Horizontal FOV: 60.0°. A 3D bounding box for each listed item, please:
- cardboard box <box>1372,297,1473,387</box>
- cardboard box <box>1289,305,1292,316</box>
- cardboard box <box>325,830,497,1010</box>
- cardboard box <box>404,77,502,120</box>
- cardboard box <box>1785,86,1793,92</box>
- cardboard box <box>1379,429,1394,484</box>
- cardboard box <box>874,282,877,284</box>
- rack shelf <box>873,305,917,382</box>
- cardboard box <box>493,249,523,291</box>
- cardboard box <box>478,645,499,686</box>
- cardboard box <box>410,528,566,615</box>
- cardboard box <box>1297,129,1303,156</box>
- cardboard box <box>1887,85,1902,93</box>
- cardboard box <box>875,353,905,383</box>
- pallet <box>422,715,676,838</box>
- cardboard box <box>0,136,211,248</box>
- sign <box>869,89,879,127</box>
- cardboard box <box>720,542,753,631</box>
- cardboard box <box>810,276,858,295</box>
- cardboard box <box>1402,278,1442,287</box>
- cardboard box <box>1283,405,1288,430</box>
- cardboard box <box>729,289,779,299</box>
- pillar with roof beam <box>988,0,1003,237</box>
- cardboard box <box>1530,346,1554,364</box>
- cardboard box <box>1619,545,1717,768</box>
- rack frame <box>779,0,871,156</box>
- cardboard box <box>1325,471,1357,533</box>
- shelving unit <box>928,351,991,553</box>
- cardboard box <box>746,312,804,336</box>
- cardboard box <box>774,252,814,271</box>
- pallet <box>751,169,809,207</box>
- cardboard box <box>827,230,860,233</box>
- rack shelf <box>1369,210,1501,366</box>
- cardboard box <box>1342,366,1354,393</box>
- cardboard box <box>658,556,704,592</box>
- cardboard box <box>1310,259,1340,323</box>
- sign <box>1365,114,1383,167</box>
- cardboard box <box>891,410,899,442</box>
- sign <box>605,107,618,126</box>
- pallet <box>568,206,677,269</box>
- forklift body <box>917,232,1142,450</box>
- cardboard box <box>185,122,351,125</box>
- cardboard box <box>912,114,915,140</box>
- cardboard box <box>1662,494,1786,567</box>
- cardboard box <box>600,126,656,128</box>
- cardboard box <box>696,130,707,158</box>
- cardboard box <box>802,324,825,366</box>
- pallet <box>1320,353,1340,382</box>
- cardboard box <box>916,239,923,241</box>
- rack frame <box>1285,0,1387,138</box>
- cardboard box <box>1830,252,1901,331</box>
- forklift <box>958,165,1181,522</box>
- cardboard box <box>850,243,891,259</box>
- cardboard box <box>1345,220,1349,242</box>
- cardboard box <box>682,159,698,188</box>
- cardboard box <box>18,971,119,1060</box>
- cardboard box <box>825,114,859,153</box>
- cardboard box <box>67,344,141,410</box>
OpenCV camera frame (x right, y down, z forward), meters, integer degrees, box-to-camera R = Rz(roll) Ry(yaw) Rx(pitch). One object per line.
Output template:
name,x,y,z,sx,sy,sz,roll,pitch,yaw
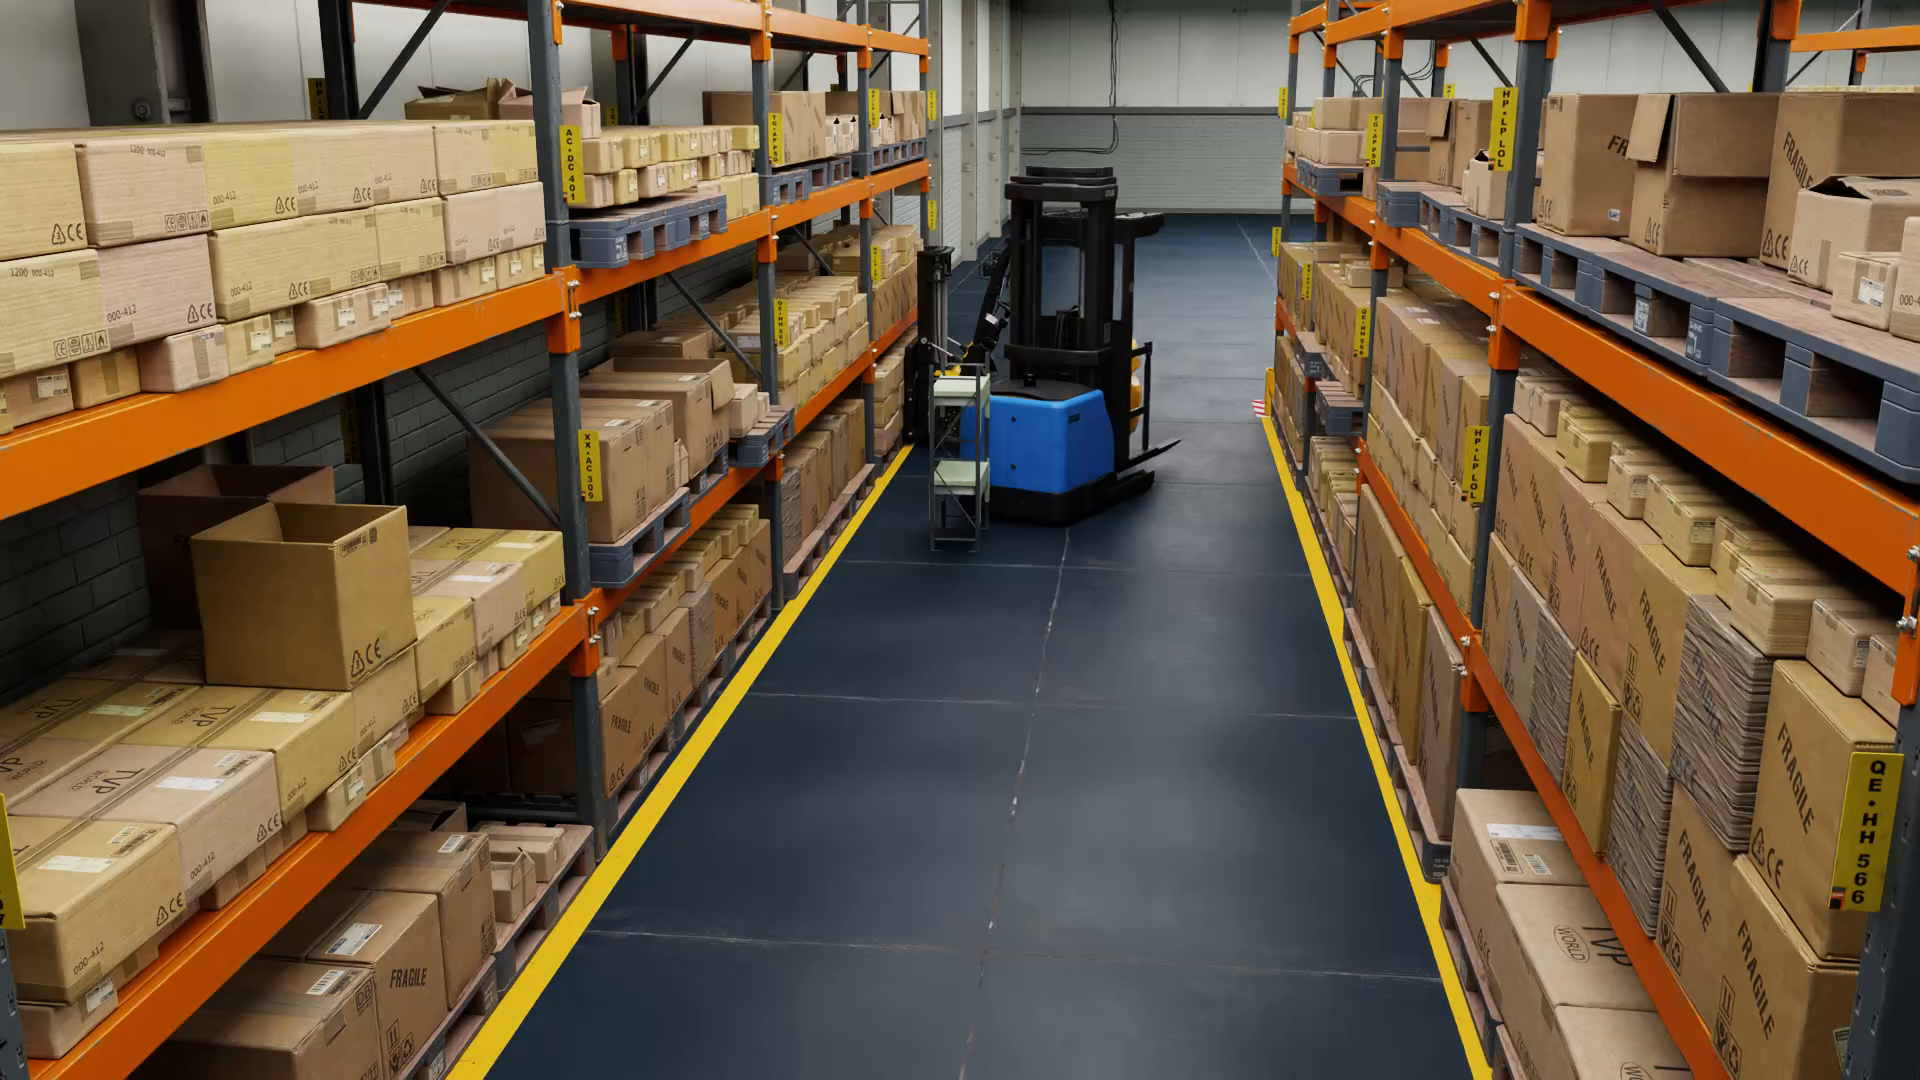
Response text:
cardboard box,2.874,-1.233,10.368,0.500,0.500,0.500,1,15,4
cardboard box,3.637,-2.429,17.381,0.380,0.149,0.250,2,15,8
cardboard box,-2.247,1.465,6.481,0.700,0.500,0.500,1,15,4
cardboard box,-2.244,-1.933,7.440,0.396,0.266,0.258,1,15,5
cardboard box,8.594,-4.532,16.887,0.380,0.149,0.250,1,15,5
cardboard box,2.828,-0.497,10.041,0.500,0.250,0.500,1,15,5
cardboard box,-0.983,-2.509,15.759,0.380,0.149,0.250,2,15,8
rack shelf,-1.082,-2.177,17.344,1.077,0.370,4.000,2,15,6
cardboard box,-1.988,-1.092,6.688,0.380,0.149,0.250,2,15,6
cardboard box,-2.065,0.485,6.605,0.380,0.149,0.250,2,15,8
cardboard box,-2.026,0.138,7.124,0.500,0.250,0.500,2,15,8
cardboard box,3.577,-3.897,16.297,0.500,0.250,0.500,2,15,7
cardboard box,8.308,-3.873,14.449,0.380,0.149,0.250,2,15,6
cardboard box,-0.829,-1.741,16.903,0.500,0.250,0.500,2,15,8
pallet,-2.156,1.204,8.806,1.003,0.211,1.213,2,15,6
cardboard box,-2.286,-0.893,4.229,0.500,0.250,0.500,2,15,6
sign,-0.768,-3.841,14.781,0.100,0.325,0.005,2,15,6
cardboard box,-1.660,0.282,10.858,0.500,0.500,0.500,1,15,5
cardboard box,-1.126,-2.272,14.882,0.380,0.149,0.250,2,15,8
cardboard box,3.623,-1.730,12.747,0.500,0.500,0.500,1,15,4
cardboard box,3.596,-1.298,17.178,0.500,0.250,0.500,3,15,10
cardboard box,-1.734,-2.018,13.946,0.380,0.149,0.250,2,15,6
pillar with roof beam,5.155,-11.882,40.366,9.100,9.000,0.400,2,15,6
cardboard box,3.146,-0.685,8.340,0.500,0.500,0.500,1,15,5
cardboard box,2.177,0.325,4.608,0.500,0.500,0.500,2,15,6
rack frame,-1.308,-4.901,14.548,1.000,3.000,0.127,2,15,6
cardboard box,3.413,-0.291,13.222,0.950,0.372,0.625,2,15,8
shelving unit,0.001,-0.726,13.473,0.431,1.500,0.755,2,15,6
cardboard box,-1.381,-1.608,12.428,0.380,0.149,0.250,2,15,7
cardboard box,-1.572,-2.602,15.534,0.380,0.149,0.250,2,15,6
pallet,-1.772,-2.503,11.788,1.213,0.211,1.003,2,15,9
cardboard box,-1.228,-3.267,17.995,0.380,0.149,0.250,2,15,7
rack shelf,2.947,-1.405,8.742,1.077,0.370,4.000,2,15,6
cardboard box,2.919,-1.134,11.787,0.380,0.149,0.250,2,15,6
cardboard box,-1.741,0.202,9.911,0.380,0.149,0.250,1,15,4
cardboard box,3.287,-2.141,14.269,0.500,0.500,0.500,2,15,8
sign,2.634,-2.537,10.560,0.100,0.325,0.005,2,15,6
cardboard box,-0.882,-1.129,16.552,0.500,0.250,0.500,1,15,5
sign,-2.310,-2.722,11.094,0.100,0.325,0.005,2,15,6
pallet,-2.067,-1.455,7.909,1.213,0.211,1.003,2,15,6
forklift body,0.742,-2.087,17.261,2.313,2.155,1.214,2,15,6
cardboard box,-2.592,-1.436,6.239,0.500,0.250,0.500,1,15,5
cardboard box,-0.677,-4.387,17.655,0.396,0.266,0.258,2,15,6
cardboard box,2.201,-0.023,4.652,0.380,0.149,0.250,2,15,8
cardboard box,-2.133,-2.527,10.468,0.380,0.149,0.250,2,15,7
cardboard box,-1.650,-2.245,9.425,0.380,0.149,0.250,2,15,6
cardboard box,-1.332,-1.510,12.828,0.500,0.250,0.500,1,15,5
pallet,3.356,-1.245,12.886,1.003,0.211,1.213,2,15,6
cardboard box,-0.617,-3.306,18.707,0.380,0.149,0.250,2,15,7
rack frame,4.076,-5.793,17.848,1.000,3.000,0.127,2,15,6
cardboard box,2.200,-0.556,3.710,0.380,0.149,0.250,1,15,2
forklift,1.150,-1.902,15.079,1.130,2.935,3.031,9,17,29
cardboard box,-0.884,-2.853,16.462,0.380,0.149,0.250,1,15,5
cardboard box,3.969,-2.774,15.498,0.700,0.500,0.500,2,15,7
cardboard box,-1.634,-1.973,8.952,0.380,0.149,0.250,2,15,8
cardboard box,-2.352,1.151,4.140,0.380,0.149,0.250,2,15,6
cardboard box,-1.147,-3.466,14.163,0.500,0.311,0.500,1,15,4
cardboard box,-2.346,-0.430,4.242,0.380,0.149,0.250,2,15,7
